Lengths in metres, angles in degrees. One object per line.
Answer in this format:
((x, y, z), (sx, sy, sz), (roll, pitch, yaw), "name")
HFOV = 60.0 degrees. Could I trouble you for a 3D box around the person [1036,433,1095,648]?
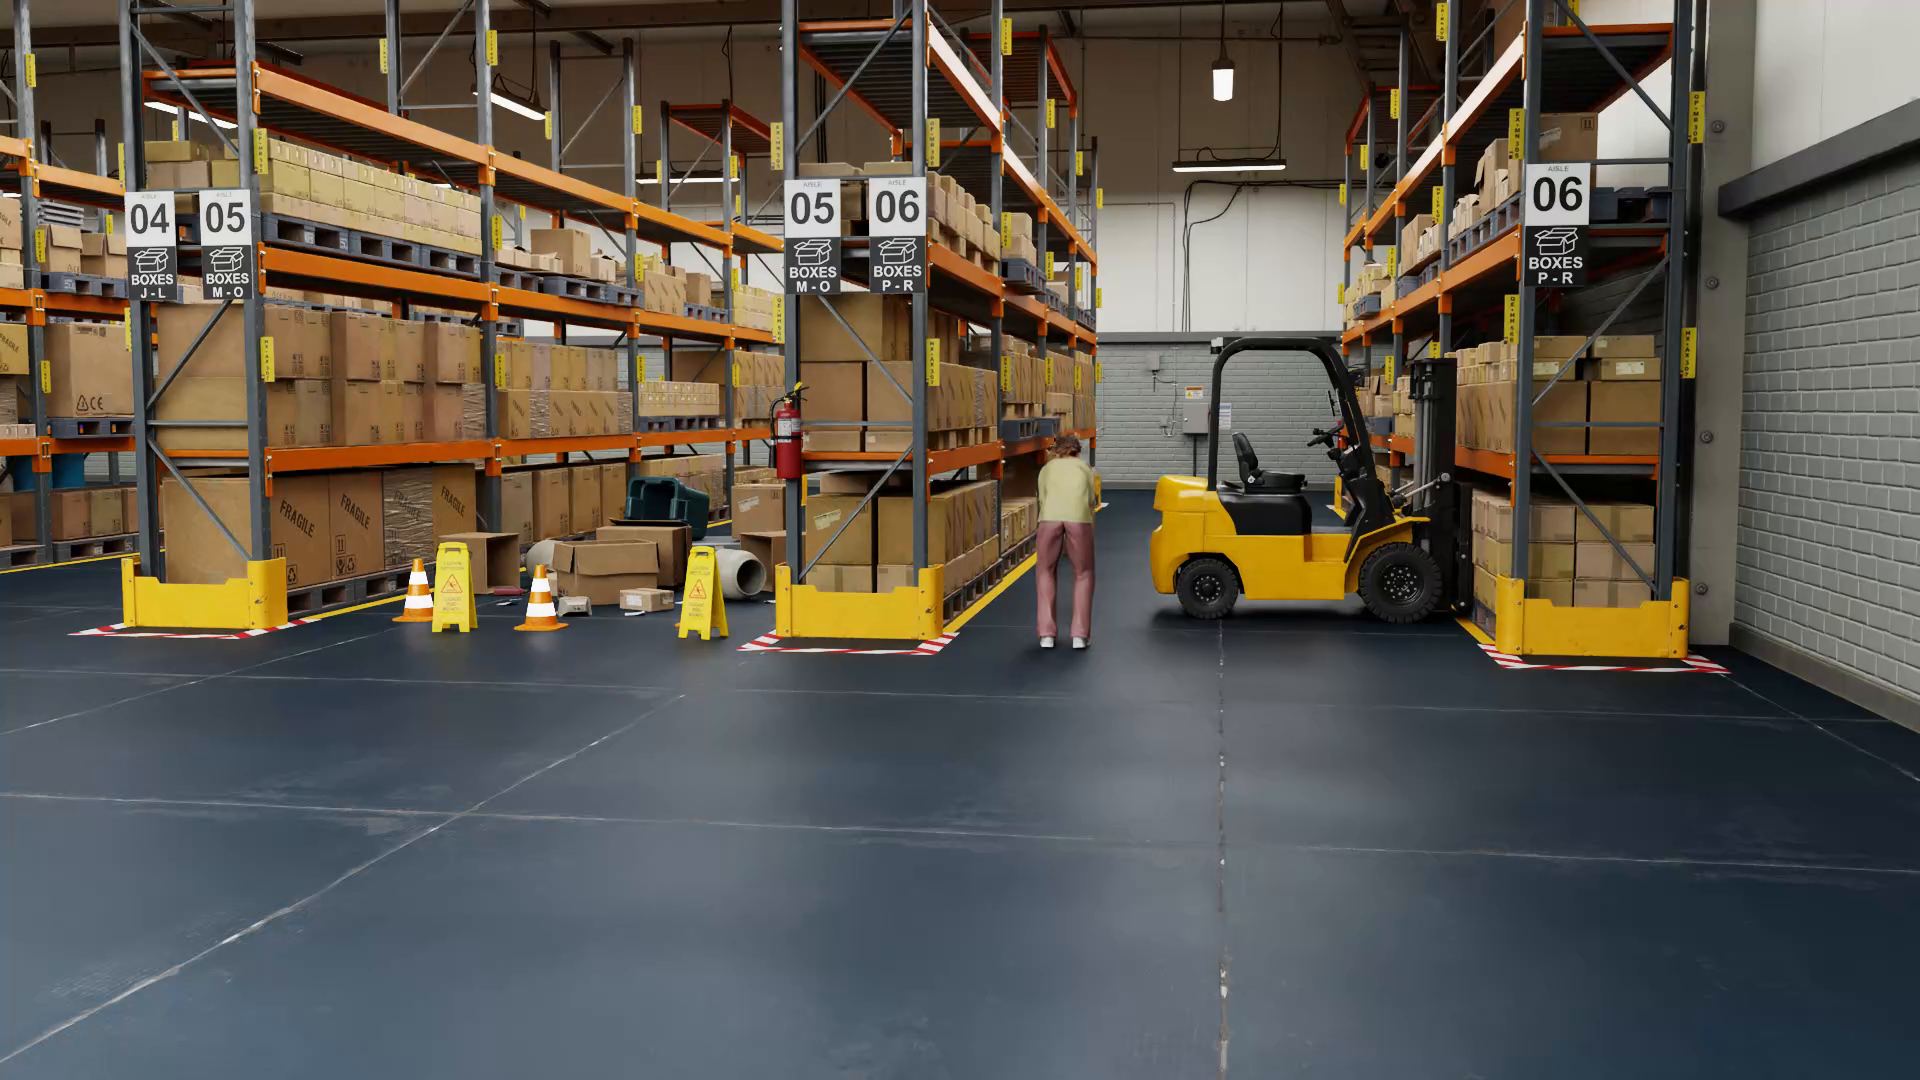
((0.731, -0.006, 11.419), (0.408, 1.445, 0.731), (1, 5, 7), "person")
